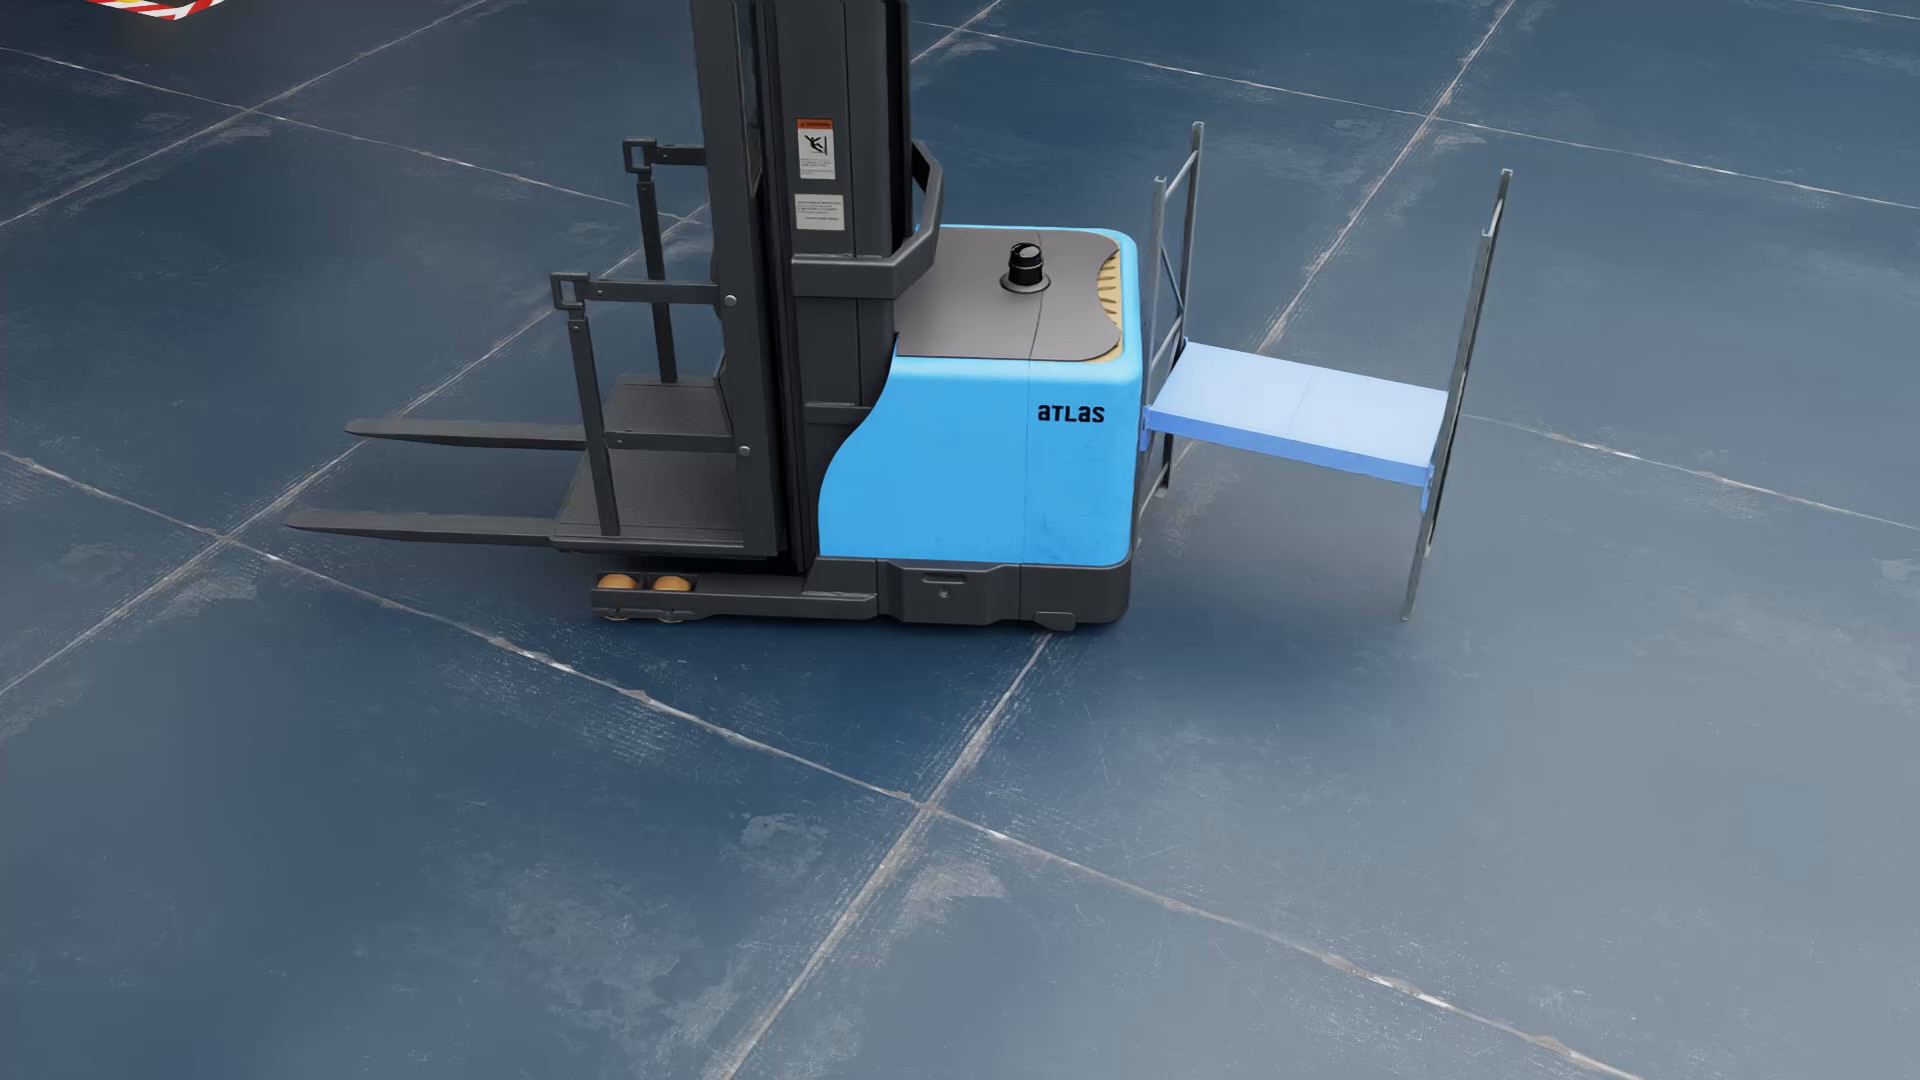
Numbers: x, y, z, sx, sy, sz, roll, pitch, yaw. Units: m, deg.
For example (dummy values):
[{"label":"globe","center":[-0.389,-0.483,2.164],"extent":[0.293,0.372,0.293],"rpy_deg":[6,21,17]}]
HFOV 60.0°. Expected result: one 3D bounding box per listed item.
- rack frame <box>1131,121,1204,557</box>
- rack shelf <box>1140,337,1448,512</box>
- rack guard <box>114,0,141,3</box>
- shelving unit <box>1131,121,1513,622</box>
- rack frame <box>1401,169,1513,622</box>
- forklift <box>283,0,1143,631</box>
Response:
[{"label":"rack frame","center":[0.721,-0.679,5.905],"extent":[0.032,1.500,0.500],"rpy_deg":[14,39,17]},{"label":"rack shelf","center":[1.194,-0.422,5.863],"extent":[1.000,0.185,0.538],"rpy_deg":[14,39,17]},{"label":"rack guard","center":[-5.298,-4.060,11.185],"extent":[0.348,0.500,1.175],"rpy_deg":[17,41,21]},{"label":"shelving unit","center":[1.193,-0.566,5.755],"extent":[1.048,1.500,0.538],"rpy_deg":[14,39,17]},{"label":"rack frame","center":[1.666,-0.452,5.605],"extent":[0.032,1.500,0.500],"rpy_deg":[14,39,17]},{"label":"forklift","center":[-0.896,-1.192,5.396],"extent":[3.031,2.935,1.130],"rpy_deg":[2,37,3]}]
